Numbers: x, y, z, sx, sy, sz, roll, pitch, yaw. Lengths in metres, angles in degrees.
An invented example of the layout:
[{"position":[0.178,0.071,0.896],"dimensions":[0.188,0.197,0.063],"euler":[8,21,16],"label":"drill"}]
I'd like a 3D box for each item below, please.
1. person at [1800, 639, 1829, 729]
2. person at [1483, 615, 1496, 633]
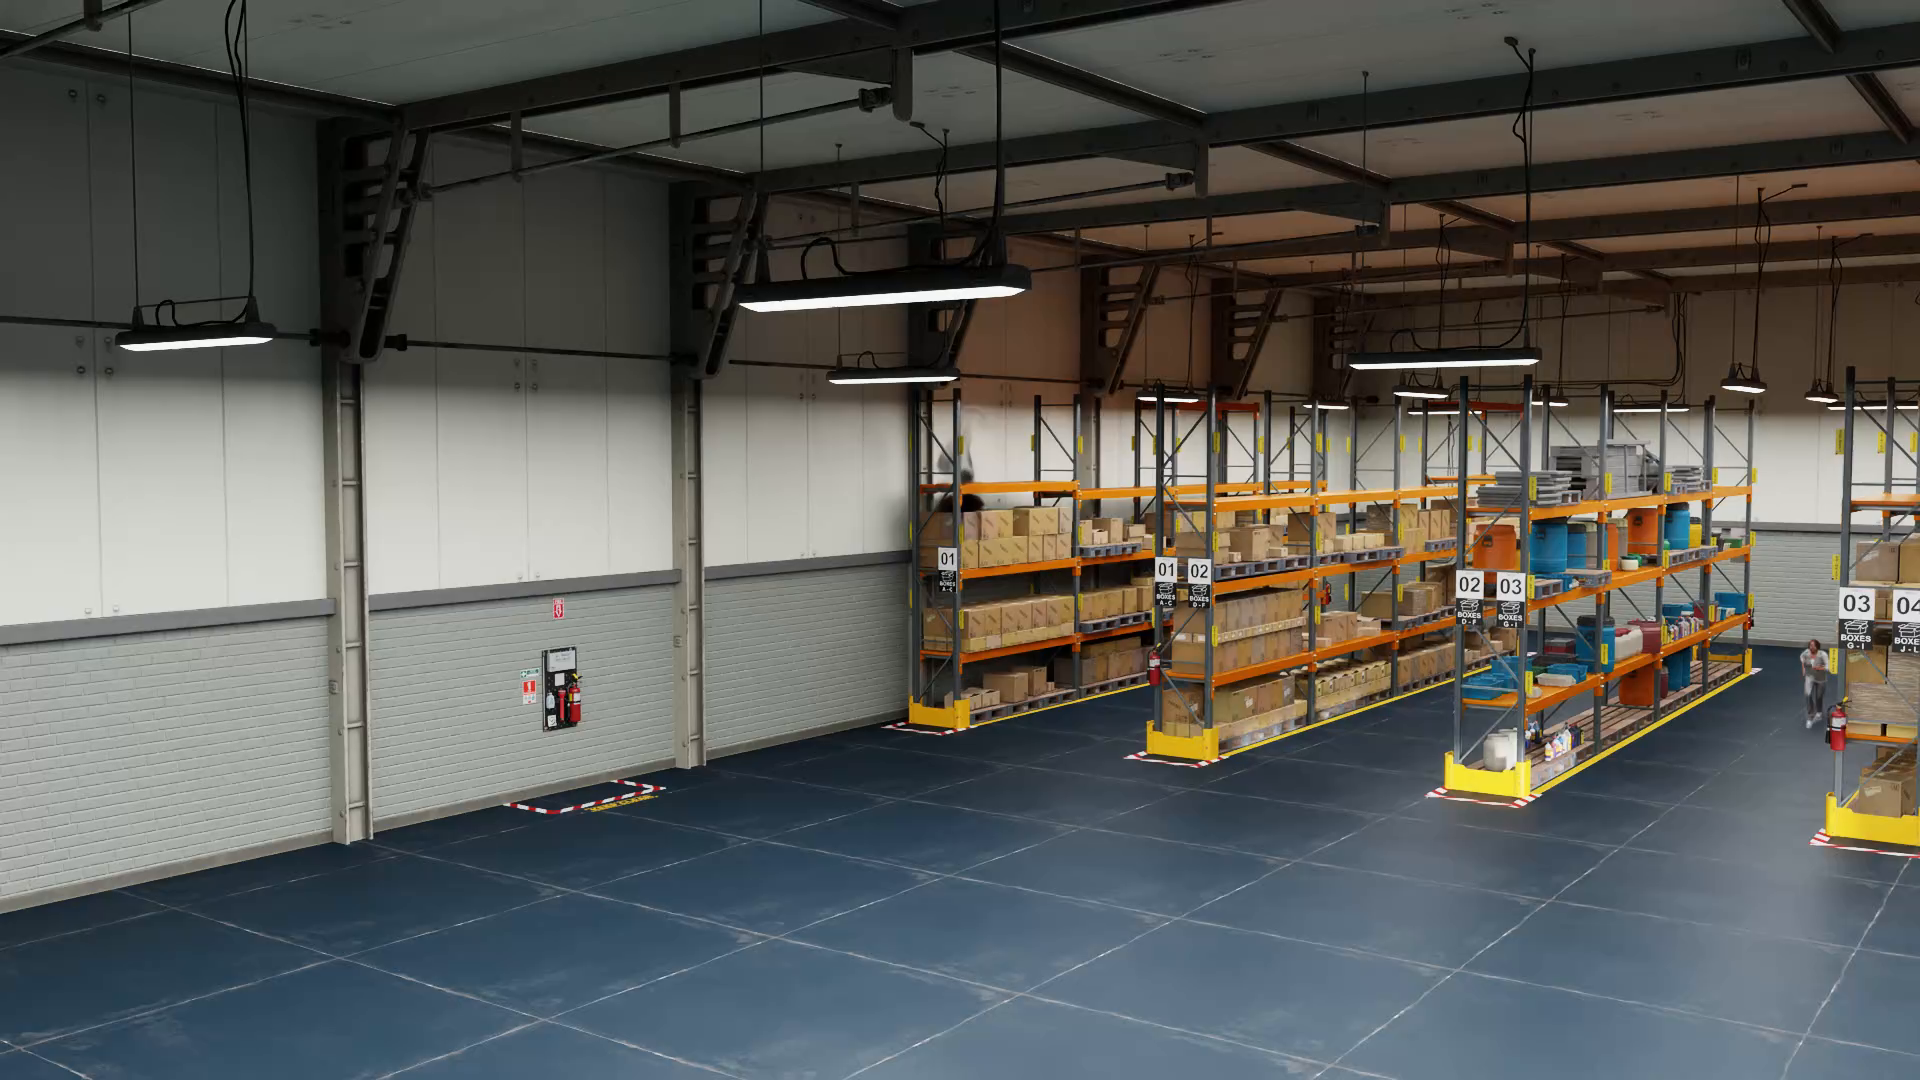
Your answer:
[{"position":[15.246,2.534,29.616],"dimensions":[0.537,1.596,0.889],"euler":[2,4,34],"label":"person"},{"position":[13.018,1.841,41.034],"dimensions":[0.825,1.587,0.504],"euler":[1,3,18],"label":"person"}]
